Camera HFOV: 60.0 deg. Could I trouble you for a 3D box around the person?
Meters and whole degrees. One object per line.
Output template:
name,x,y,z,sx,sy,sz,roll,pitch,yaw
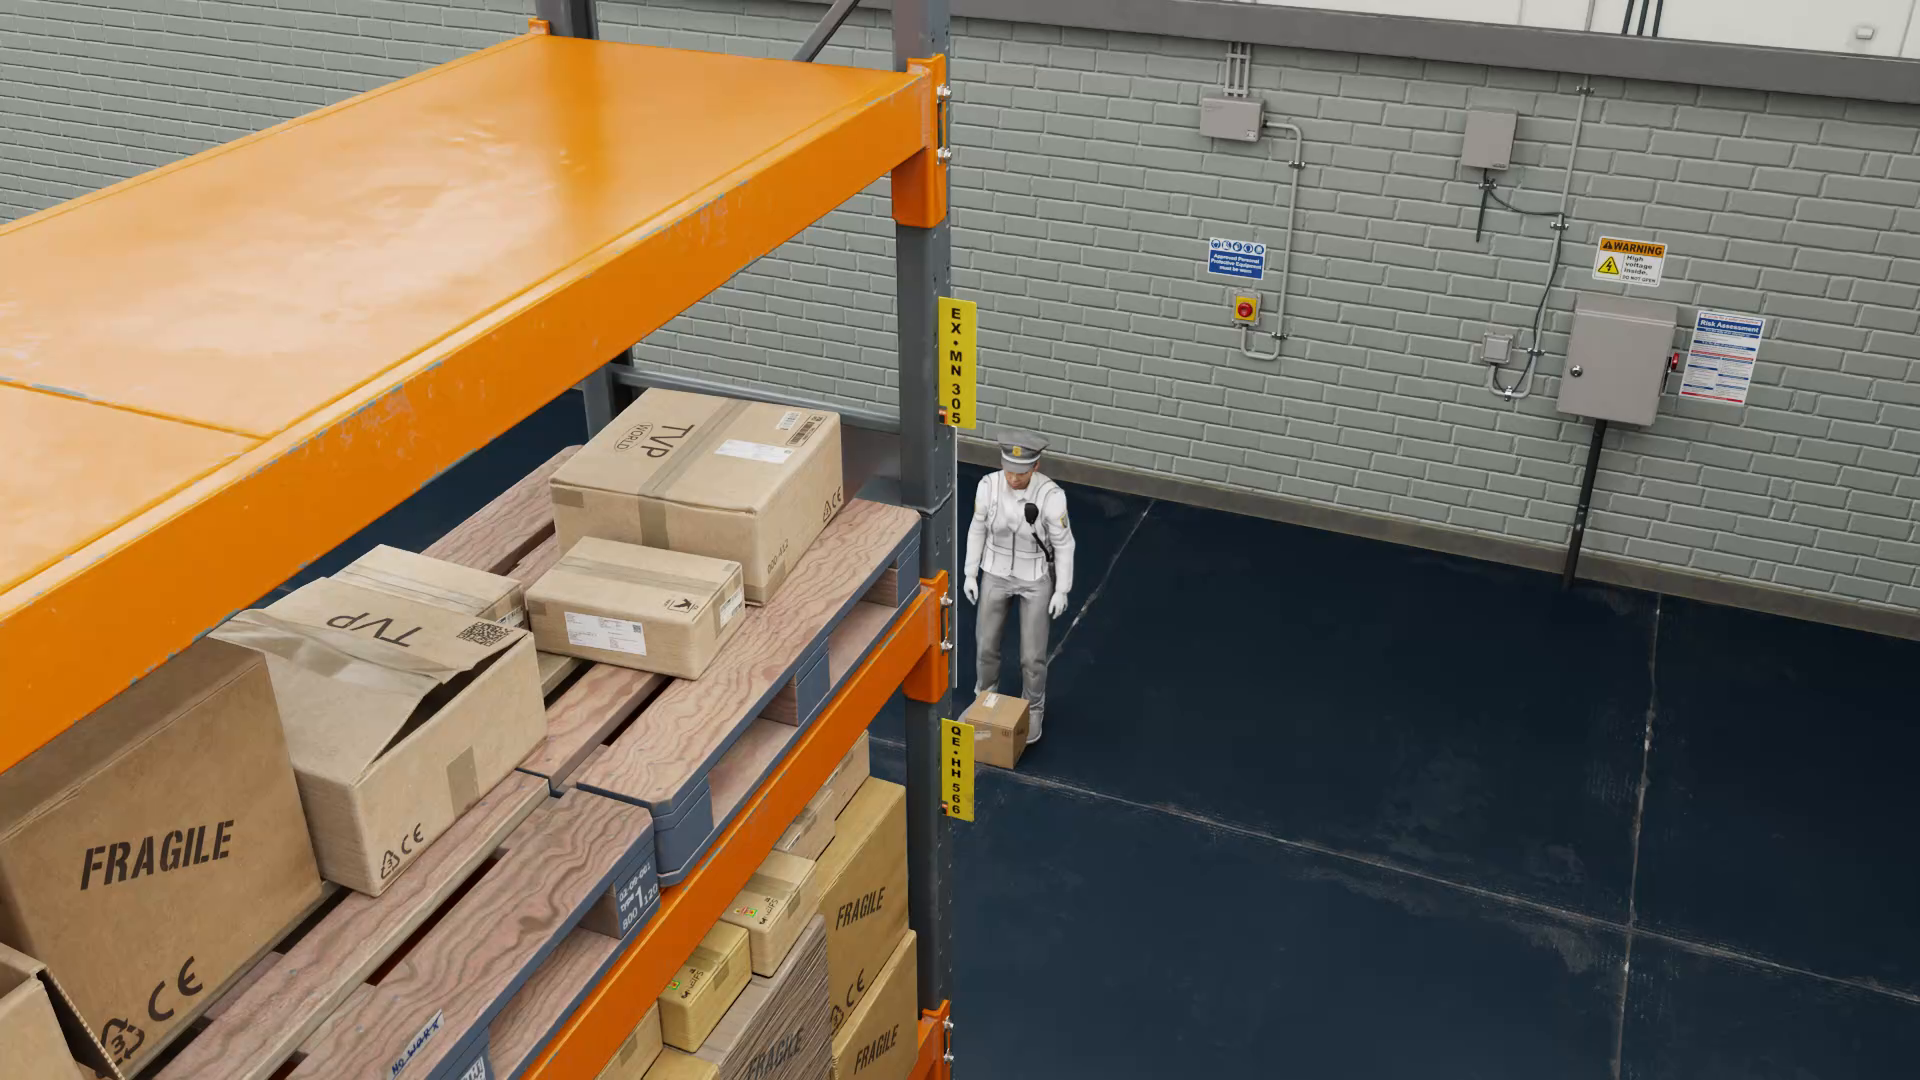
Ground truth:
person,0.275,0.209,8.023,0.545,1.663,0.376,9,31,16
